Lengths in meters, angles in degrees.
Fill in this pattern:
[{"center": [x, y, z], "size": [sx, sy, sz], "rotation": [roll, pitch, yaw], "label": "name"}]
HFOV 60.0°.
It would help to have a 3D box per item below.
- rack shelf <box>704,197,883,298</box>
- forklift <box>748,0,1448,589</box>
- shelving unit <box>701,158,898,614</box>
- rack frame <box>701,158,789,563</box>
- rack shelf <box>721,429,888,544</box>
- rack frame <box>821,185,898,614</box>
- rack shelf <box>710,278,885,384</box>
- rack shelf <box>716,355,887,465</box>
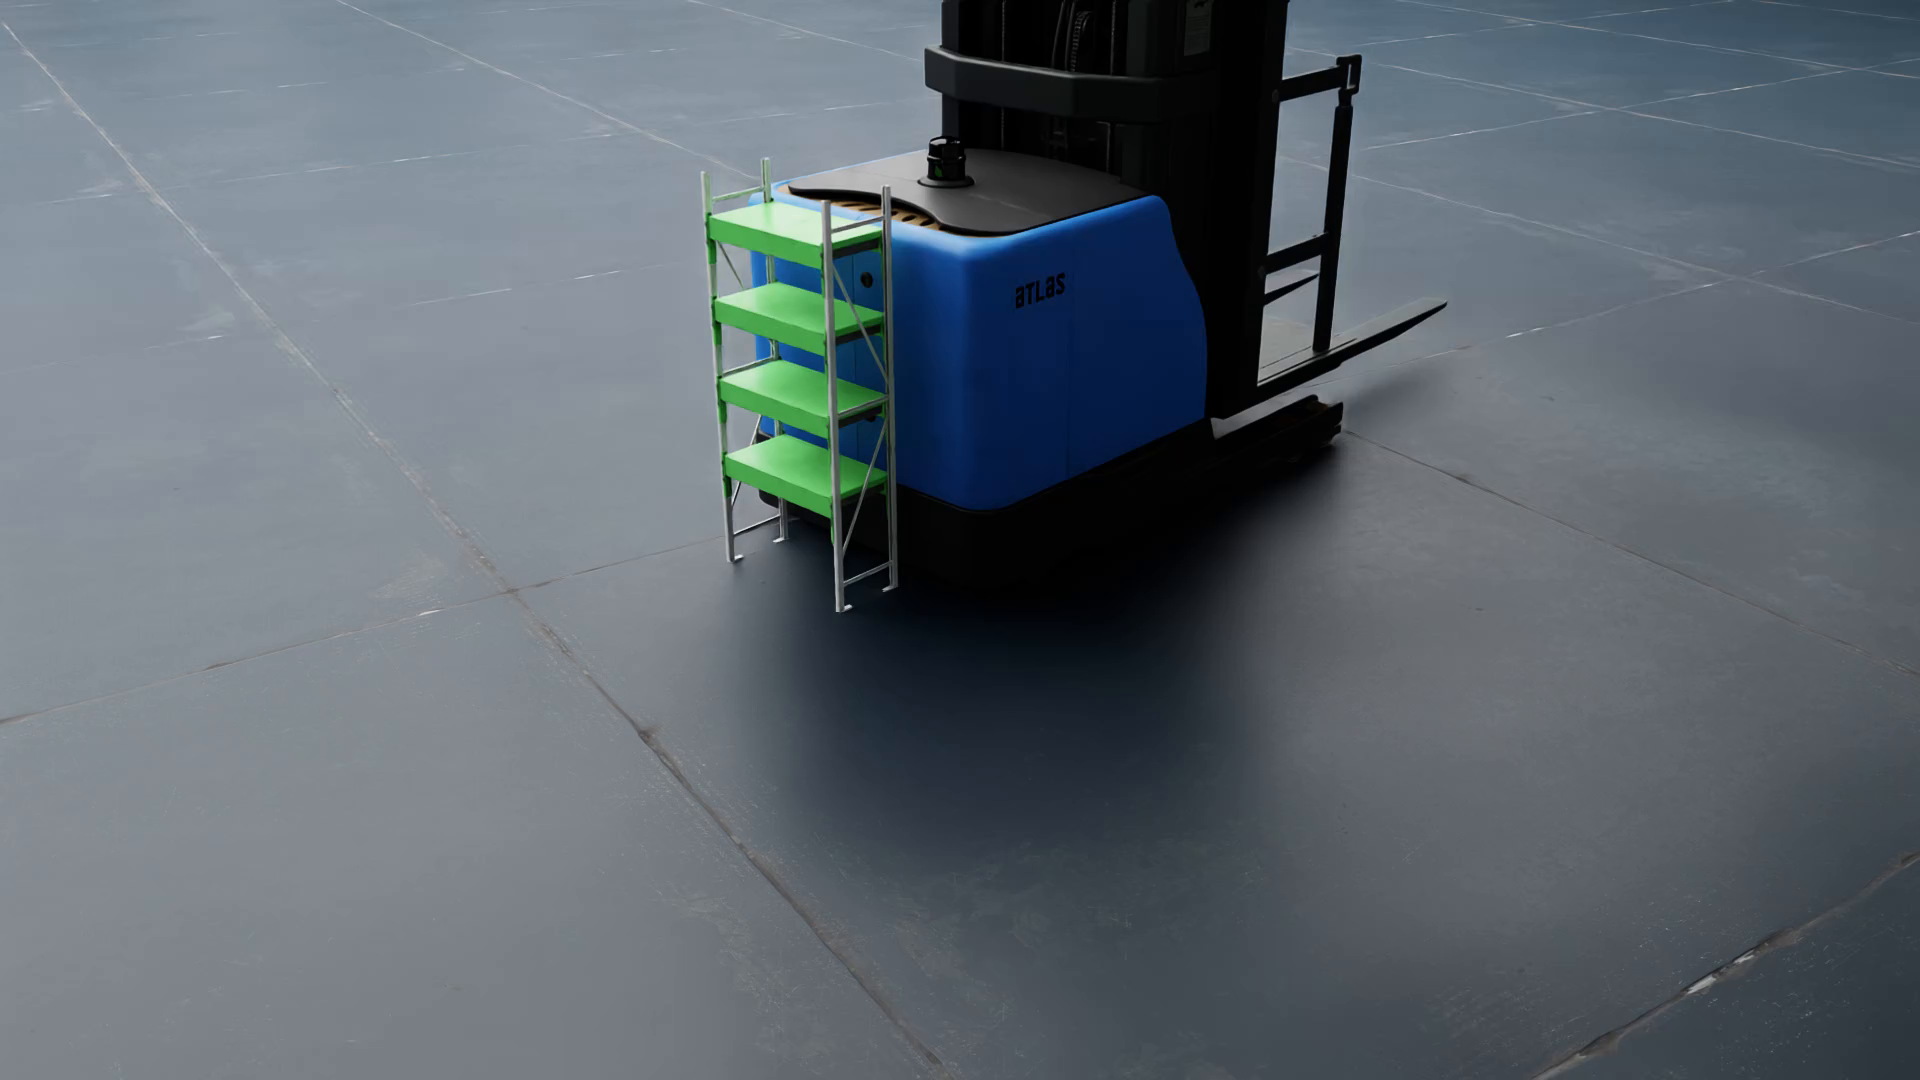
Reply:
[{"center": [-0.451, -0.815, 4.596], "size": [0.480, 0.148, 0.258], "rotation": [22, 33, 38], "label": "rack shelf"}, {"center": [0.721, -1.726, 5.473], "size": [1.130, 2.935, 3.031], "rotation": [22, 33, 38], "label": "forklift"}, {"center": [-0.451, -0.439, 4.774], "size": [0.503, 1.200, 0.258], "rotation": [22, 33, 38], "label": "shelving unit"}, {"center": [-0.629, -0.510, 4.924], "size": [0.015, 1.200, 0.240], "rotation": [22, 33, 38], "label": "rack frame"}, {"center": [-0.450, -0.164, 4.904], "size": [0.480, 0.148, 0.258], "rotation": [22, 33, 38], "label": "rack shelf"}, {"center": [-0.272, -0.368, 4.624], "size": [0.015, 1.200, 0.240], "rotation": [22, 33, 38], "label": "rack frame"}, {"center": [-0.451, -0.598, 4.699], "size": [0.480, 0.148, 0.258], "rotation": [22, 33, 38], "label": "rack shelf"}, {"center": [-0.451, -0.381, 4.801], "size": [0.480, 0.148, 0.258], "rotation": [22, 33, 38], "label": "rack shelf"}]
